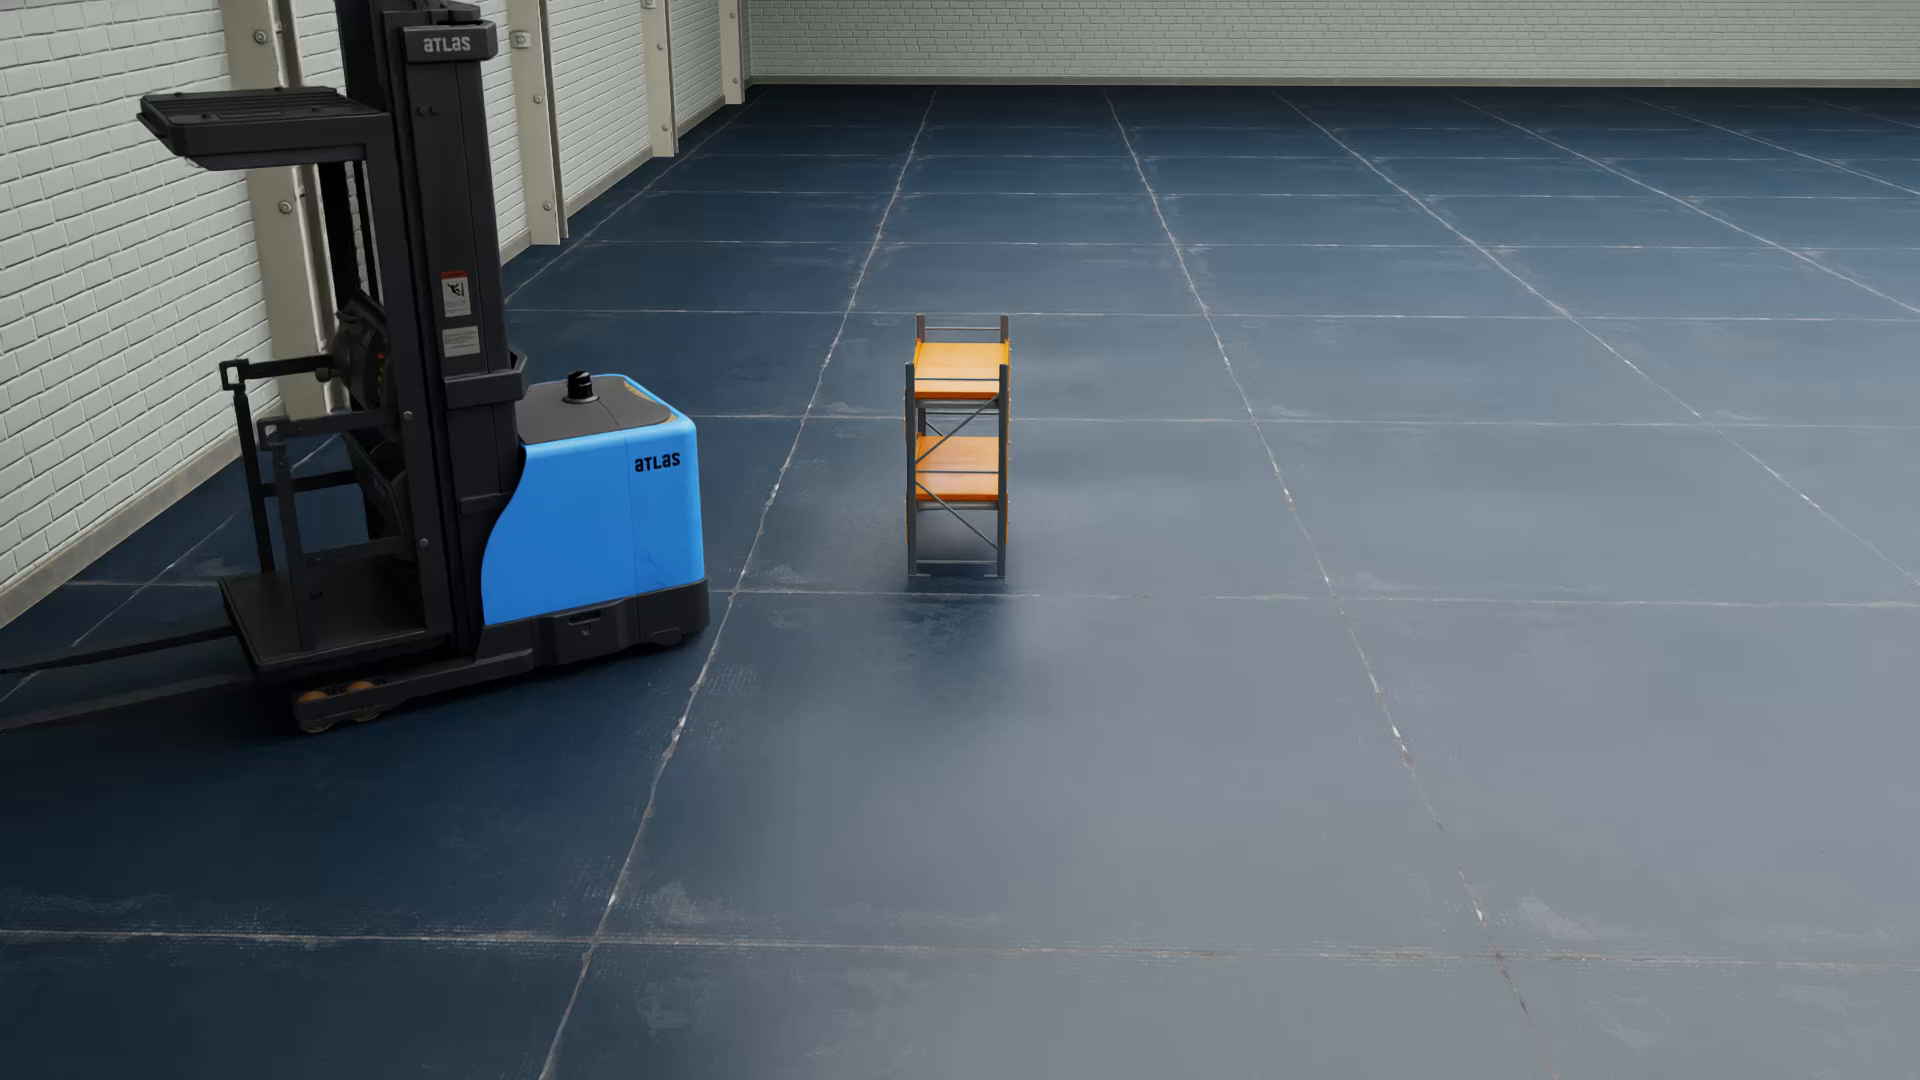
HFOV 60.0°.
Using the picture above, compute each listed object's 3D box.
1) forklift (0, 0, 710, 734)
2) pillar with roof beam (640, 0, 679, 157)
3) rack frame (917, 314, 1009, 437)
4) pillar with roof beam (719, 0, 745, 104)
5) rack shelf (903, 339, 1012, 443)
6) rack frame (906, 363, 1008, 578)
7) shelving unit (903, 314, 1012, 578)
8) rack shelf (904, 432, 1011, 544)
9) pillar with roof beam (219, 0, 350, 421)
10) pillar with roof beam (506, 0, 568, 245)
[{"bbox_3d":[-2.707,-0.780,6.987,3.031,2.935,1.130,-12,24,-28],"label":"forklift"},{"bbox_3d":[0.317,-9.348,20.682,9.100,9.000,0.400,1,21,2],"label":"pillar with roof beam"},{"bbox_3d":[0.015,-0.706,9.293,0.500,1.125,0.032,1,21,2],"label":"rack frame"},{"bbox_3d":[0.500,-11.518,26.273,9.100,9.000,0.400,1,21,2],"label":"pillar with roof beam"},{"bbox_3d":[0.000,-0.795,8.713,0.538,0.278,1.000,1,21,2],"label":"rack shelf"},{"bbox_3d":[-0.016,-0.338,8.345,0.500,1.125,0.032,1,21,2],"label":"rack frame"},{"bbox_3d":[0.000,-0.522,8.819,0.538,1.125,1.048,1,21,2],"label":"shelving unit"},{"bbox_3d":[0.000,-0.294,8.908,0.538,0.278,1.000,1,21,2],"label":"rack shelf"},{"bbox_3d":[-0.048,-5.009,9.499,9.100,9.000,0.400,1,21,2],"label":"pillar with roof beam"},{"bbox_3d":[0.135,-7.179,15.090,9.100,9.000,0.400,1,21,2],"label":"pillar with roof beam"}]
